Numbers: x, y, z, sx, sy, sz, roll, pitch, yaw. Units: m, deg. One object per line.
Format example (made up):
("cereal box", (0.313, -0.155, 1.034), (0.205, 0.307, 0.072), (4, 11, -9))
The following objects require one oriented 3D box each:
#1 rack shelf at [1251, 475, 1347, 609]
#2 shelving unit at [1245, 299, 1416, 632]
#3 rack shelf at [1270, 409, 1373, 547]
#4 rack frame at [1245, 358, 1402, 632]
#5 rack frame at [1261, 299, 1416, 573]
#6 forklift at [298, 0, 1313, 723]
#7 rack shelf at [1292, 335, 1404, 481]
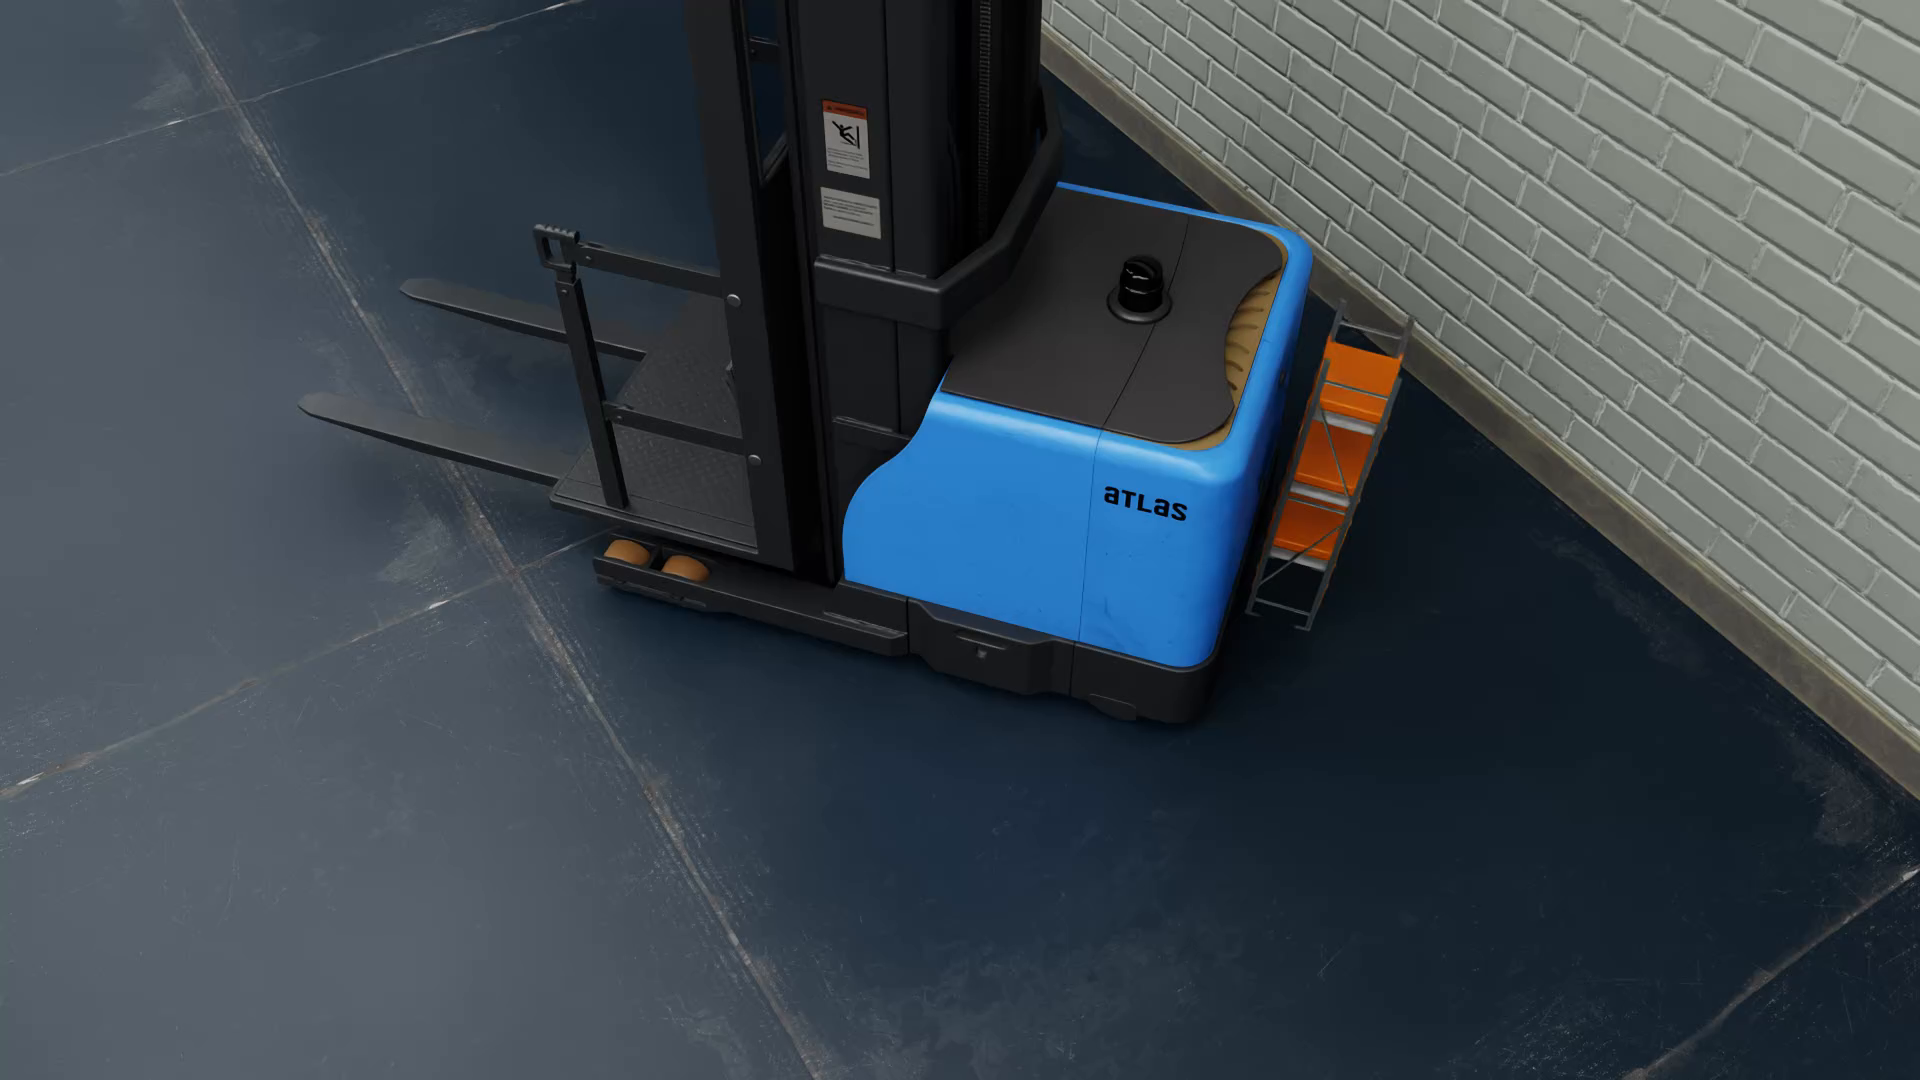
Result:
("rack shelf", (1.010, 0.006, 4.918), (0.215, 0.259, 0.240), (16, 50, 9))
("shelving unit", (1.029, -0.181, 4.699), (0.215, 1.050, 0.252), (16, 50, 9))
("rack shelf", (1.028, -0.174, 4.707), (0.215, 0.259, 0.240), (16, 50, 9))
("rack frame", (0.991, -0.094, 4.622), (0.200, 1.050, 0.008), (16, 50, 9))
("rack frame", (1.067, -0.267, 4.776), (0.200, 1.050, 0.008), (16, 50, 9))
("forklift", (-0.589, -1.126, 4.290), (3.031, 2.935, 1.130), (14, 50, 12))
("rack shelf", (1.046, -0.357, 4.491), (0.215, 0.259, 0.240), (16, 50, 9))
